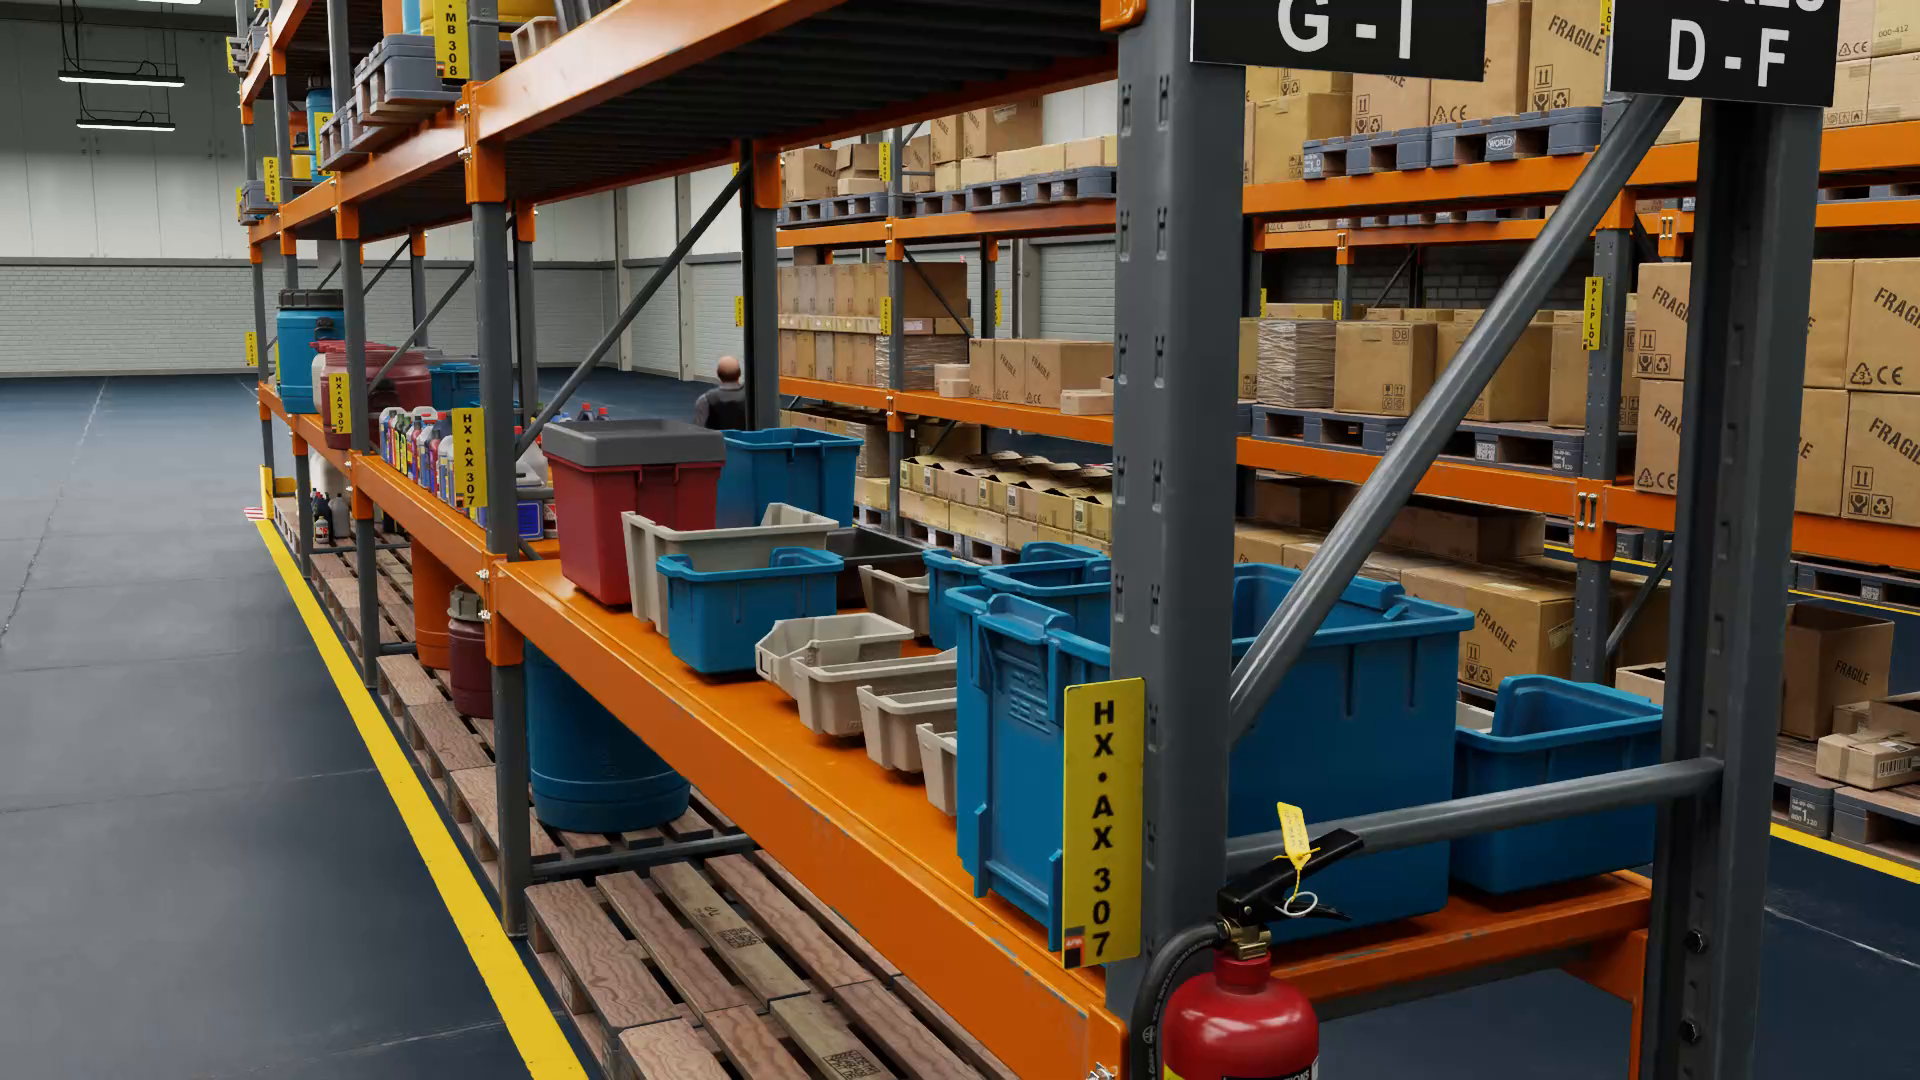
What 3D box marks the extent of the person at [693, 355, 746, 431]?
[{"bbox_3d":[-1.792,-0.582,12.753,0.543,1.671,0.969,-3,9,-18],"label":"person"}]
